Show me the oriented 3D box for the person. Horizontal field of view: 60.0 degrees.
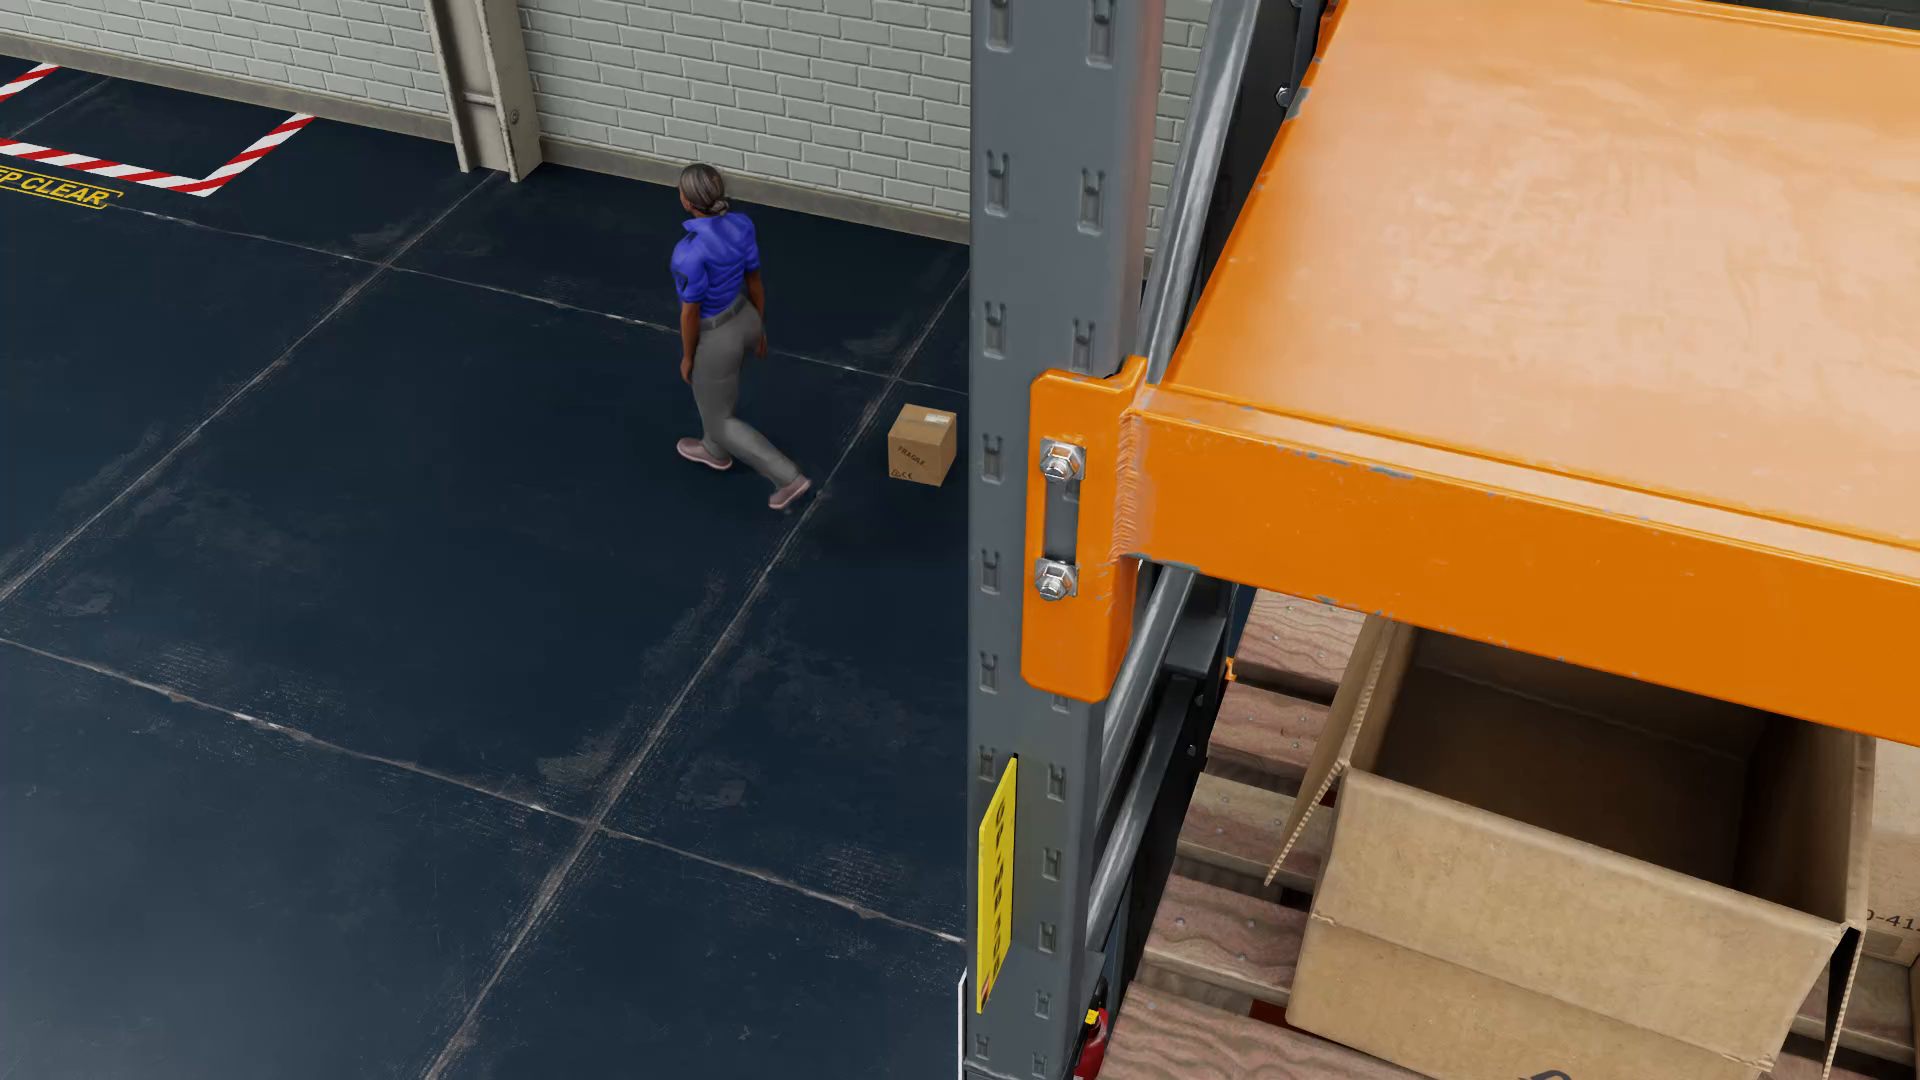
[{"bbox_3d":[-0.938,-0.865,7.076,0.676,1.566,0.438,21,46,22],"label":"person"}]
